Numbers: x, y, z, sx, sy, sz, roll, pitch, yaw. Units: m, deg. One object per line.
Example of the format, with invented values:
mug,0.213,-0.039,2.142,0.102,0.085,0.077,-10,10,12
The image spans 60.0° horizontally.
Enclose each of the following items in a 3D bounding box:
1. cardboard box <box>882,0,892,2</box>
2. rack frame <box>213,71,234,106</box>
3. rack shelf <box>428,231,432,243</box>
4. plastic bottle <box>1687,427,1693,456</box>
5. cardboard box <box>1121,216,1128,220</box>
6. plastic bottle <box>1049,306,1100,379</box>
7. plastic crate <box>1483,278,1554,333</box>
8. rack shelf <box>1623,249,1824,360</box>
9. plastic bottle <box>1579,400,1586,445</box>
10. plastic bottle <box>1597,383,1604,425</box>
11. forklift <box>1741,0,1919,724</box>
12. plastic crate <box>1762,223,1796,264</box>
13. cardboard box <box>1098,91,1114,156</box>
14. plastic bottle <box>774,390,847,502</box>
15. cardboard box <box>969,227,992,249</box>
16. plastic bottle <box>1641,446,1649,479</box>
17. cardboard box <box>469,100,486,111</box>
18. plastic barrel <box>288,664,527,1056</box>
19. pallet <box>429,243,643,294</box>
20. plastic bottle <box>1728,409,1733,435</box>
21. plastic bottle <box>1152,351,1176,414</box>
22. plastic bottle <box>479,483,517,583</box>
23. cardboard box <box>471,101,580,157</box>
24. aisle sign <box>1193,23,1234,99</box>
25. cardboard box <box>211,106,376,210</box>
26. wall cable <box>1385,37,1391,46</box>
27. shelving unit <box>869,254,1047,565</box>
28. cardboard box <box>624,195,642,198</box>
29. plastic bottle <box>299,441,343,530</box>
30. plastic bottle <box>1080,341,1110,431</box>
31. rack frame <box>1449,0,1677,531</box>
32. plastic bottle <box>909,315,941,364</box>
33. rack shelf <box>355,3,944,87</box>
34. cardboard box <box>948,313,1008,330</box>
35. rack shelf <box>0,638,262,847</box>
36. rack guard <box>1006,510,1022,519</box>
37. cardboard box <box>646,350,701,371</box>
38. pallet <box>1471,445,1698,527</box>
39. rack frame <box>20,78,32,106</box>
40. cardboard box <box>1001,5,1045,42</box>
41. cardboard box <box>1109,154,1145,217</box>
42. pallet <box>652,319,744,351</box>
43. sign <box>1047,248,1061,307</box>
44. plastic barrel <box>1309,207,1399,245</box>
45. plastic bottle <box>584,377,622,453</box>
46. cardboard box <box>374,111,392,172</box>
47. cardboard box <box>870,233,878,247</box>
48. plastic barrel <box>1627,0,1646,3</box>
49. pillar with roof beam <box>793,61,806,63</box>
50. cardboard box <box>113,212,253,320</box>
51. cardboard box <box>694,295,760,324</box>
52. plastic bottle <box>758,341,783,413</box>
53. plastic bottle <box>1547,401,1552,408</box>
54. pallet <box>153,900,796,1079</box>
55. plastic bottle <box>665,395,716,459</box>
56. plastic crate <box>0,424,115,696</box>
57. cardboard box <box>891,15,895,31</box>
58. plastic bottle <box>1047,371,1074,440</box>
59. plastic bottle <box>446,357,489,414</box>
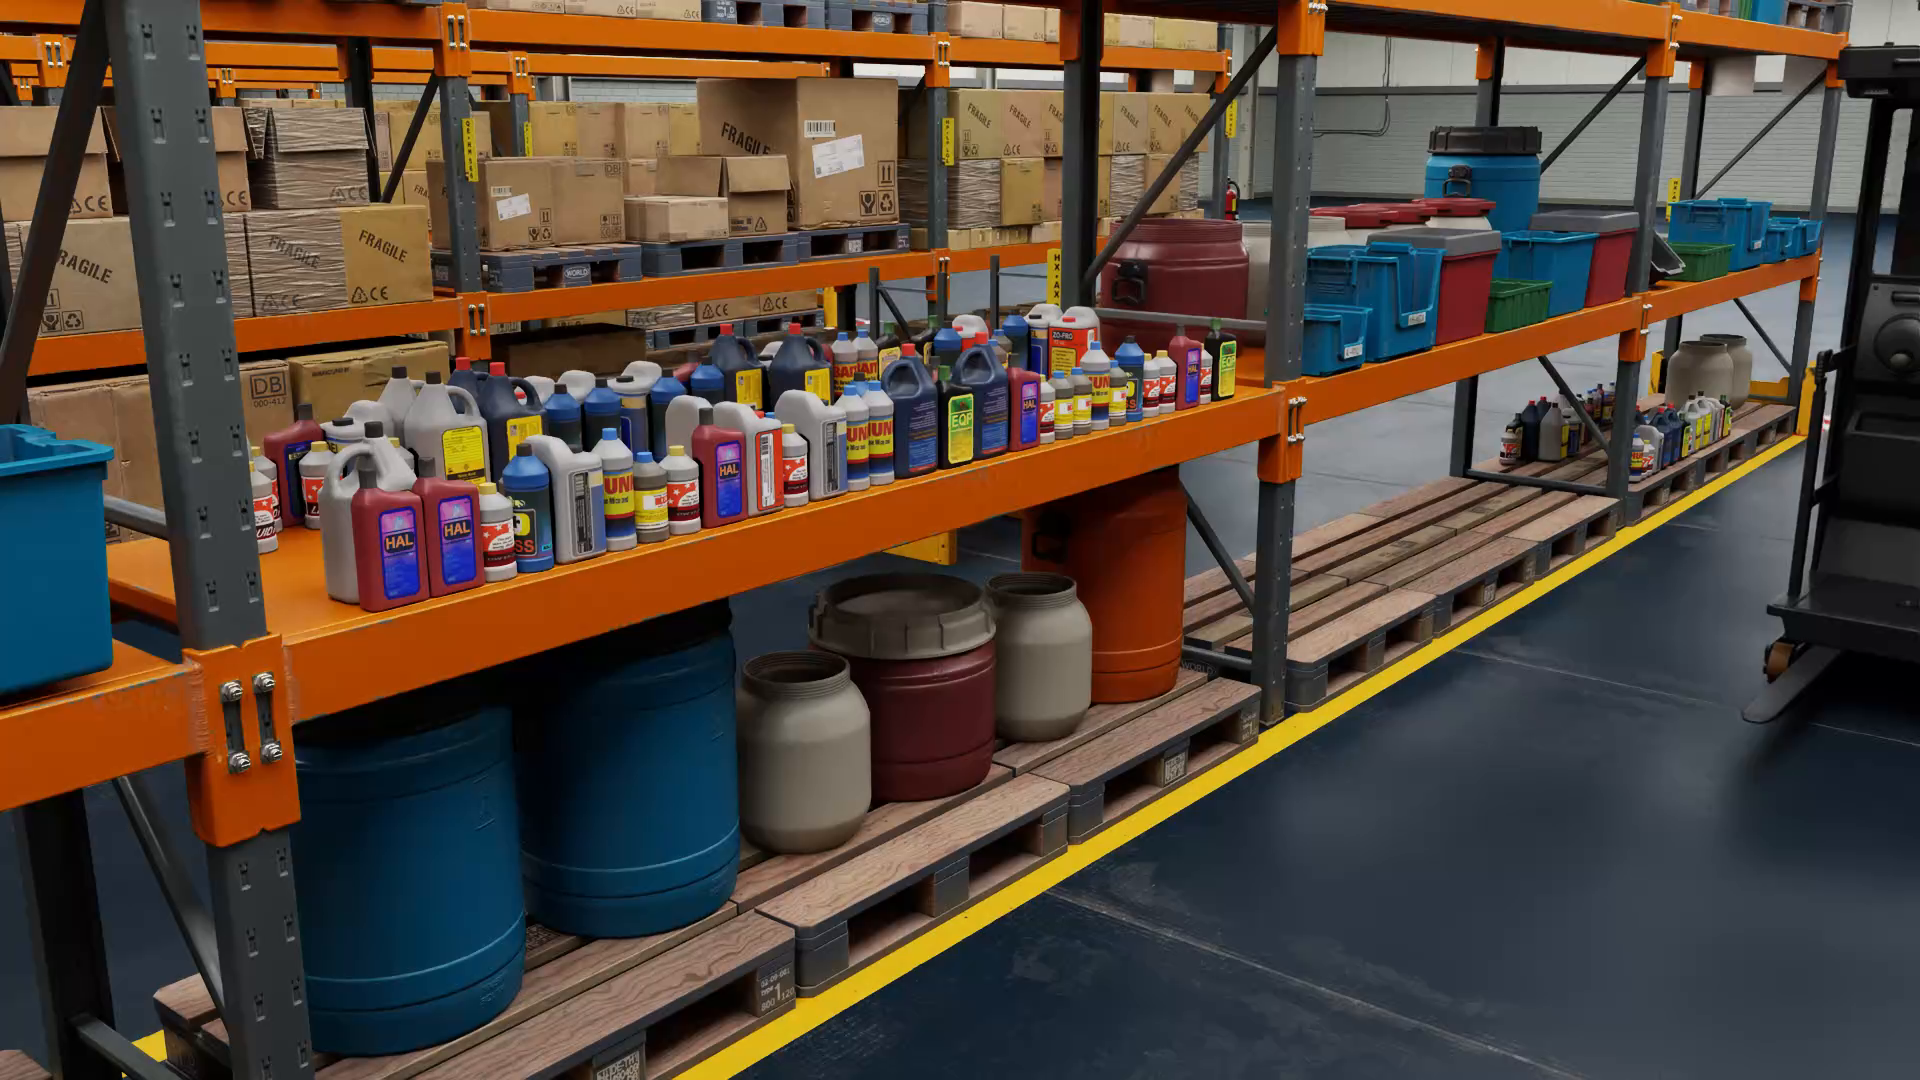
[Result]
cardboard box,-0.892,-3.992,11.590,0.797,0.503,0.637,10,17,35
rack frame,-8.227,-3.893,18.355,1.000,3.000,0.127,11,18,38
rack shelf,-5.571,-2.414,13.996,1.077,0.370,4.000,11,18,38
plastic bottle,4.478,-0.627,10.288,0.097,0.201,0.097,0,14,0
cardboard box,1.203,-2.675,14.071,0.380,0.149,0.250,11,18,38
plastic bottle,0.414,-0.710,6.078,0.152,0.276,0.135,11,18,38
plastic crate,2.458,-1.113,7.842,0.450,0.188,0.662,11,18,38
rack shelf,4.590,-1.627,10.897,1.077,0.370,4.000,11,18,38
plastic bottle,3.933,-0.745,10.587,0.061,0.283,0.133,11,18,38
plastic bottle,4.309,-0.916,11.260,0.061,0.283,0.133,12,18,38
forklift,3.943,-0.818,6.388,1.130,2.935,3.031,12,18,38
plastic crate,5.353,-2.021,11.289,0.499,0.251,0.408,11,18,38
cardboard box,0.895,-3.372,13.468,0.500,0.500,0.500,11,18,38
plastic bottle,-0.380,-0.252,4.275,0.152,0.276,0.135,11,18,38
cardboard box,0.017,-2.278,12.508,0.380,0.149,0.250,11,18,38
plastic bottle,3.938,-0.462,9.641,0.097,0.201,0.097,0,14,0
cardboard box,-6.188,-5.109,20.303,0.700,0.500,0.500,11,18,38
plastic barrel,-1.340,0.651,3.876,0.600,0.901,0.708,11,18,38
pallet,-2.668,-1.653,9.928,1.213,0.211,1.003,11,18,38
plastic bottle,5.034,-0.796,10.955,0.097,0.201,0.097,0,14,0
plastic bottle,0.665,-0.524,5.495,0.097,0.201,0.097,0,14,0
plastic bottle,-0.990,-0.019,3.509,0.097,0.201,0.097,0,14,0
cardboard box,-4.055,-3.808,15.521,0.875,0.550,0.550,11,18,38
aisle sign,2.267,-4.351,14.877,0.394,0.787,0.004,11,18,38
cardboard box,-3.505,-1.990,8.625,0.797,0.503,0.637,12,19,39
wall cable,13.125,-14.969,45.820,3.097,2.526,0.112,11,18,38
shelving unit,0.048,-0.742,8.996,0.587,1.500,1.083,11,18,38
cardboard box,-2.195,-2.093,10.689,0.396,0.266,0.258,11,18,36
plastic bottle,-1.516,-0.133,3.956,0.097,0.201,0.097,0,14,0
plastic bottle,0.420,-0.483,5.193,0.097,0.271,0.097,0,14,0
rack frame,3.333,-1.593,9.301,1.000,3.000,0.127,11,18,38
plastic bottle,-0.115,-0.630,5.748,0.061,0.283,0.133,11,18,38
rack shelf,-1.776,-3.081,10.529,1.077,0.370,4.000,11,18,38
cardboard box,0.117,-1.533,13.287,0.500,0.500,0.500,-9,17,-32
rack shelf,-2.952,0.671,1.851,1.077,0.370,4.000,11,18,38
rack guard,0.361,-0.231,9.525,0.587,0.250,0.087,11,18,38
cardboard box,-1.938,-0.944,10.931,0.700,0.500,0.500,13,19,42
pallet,3.788,-0.363,10.125,1.003,0.211,1.213,11,18,38
rack frame,-12.090,-4.660,21.375,1.000,3.000,0.127,11,18,38
cardboard box,0.291,-3.889,12.552,0.500,0.250,0.500,11,18,37
cardboard box,1.059,-3.013,14.086,0.875,0.500,0.500,11,18,38
pallet,-3.008,-2.163,17.208,1.003,0.211,1.213,11,18,38
sign,0.387,-0.990,6.595,0.100,0.325,0.005,11,18,38
plastic barrel,1.828,-1.286,7.817,0.433,0.535,0.433,0,14,0
plastic bottle,-0.959,-0.300,4.475,0.097,0.271,0.097,0,14,0
cardboard box,-5.261,-3.388,14.132,0.700,0.500,0.500,11,18,38
cardboard box,-0.613,-2.324,12.690,0.380,0.149,0.250,11,18,38
plastic barrel,3.182,-3.159,8.354,0.600,0.901,0.708,11,18,38
pillar with roof beam,0.176,-9.972,30.100,9.100,9.000,0.400,11,18,38
cardboard box,-3.792,-1.314,8.001,0.500,0.500,0.500,11,18,36
cardboard box,-2.726,-2.777,17.425,0.875,0.875,0.875,11,18,37
plastic bottle,-0.576,-0.468,5.126,0.152,0.276,0.135,11,18,38
plastic bottle,3.704,-0.732,10.535,0.061,0.283,0.133,13,19,41
pallet,-1.178,1.149,4.169,1.003,0.211,1.213,11,18,38
plastic bottle,-0.644,-0.231,4.193,0.152,0.276,0.135,11,18,38
plastic crate,-1.723,0.060,2.705,0.392,0.384,0.575,11,18,38
cardboard box,-0.436,-3.868,12.470,0.500,0.250,0.500,12,19,40
plastic bottle,0.298,-0.412,5.055,0.097,0.201,0.097,0,14,0
plastic bottle,-1.256,-0.299,4.307,0.144,0.351,0.185,11,18,38
